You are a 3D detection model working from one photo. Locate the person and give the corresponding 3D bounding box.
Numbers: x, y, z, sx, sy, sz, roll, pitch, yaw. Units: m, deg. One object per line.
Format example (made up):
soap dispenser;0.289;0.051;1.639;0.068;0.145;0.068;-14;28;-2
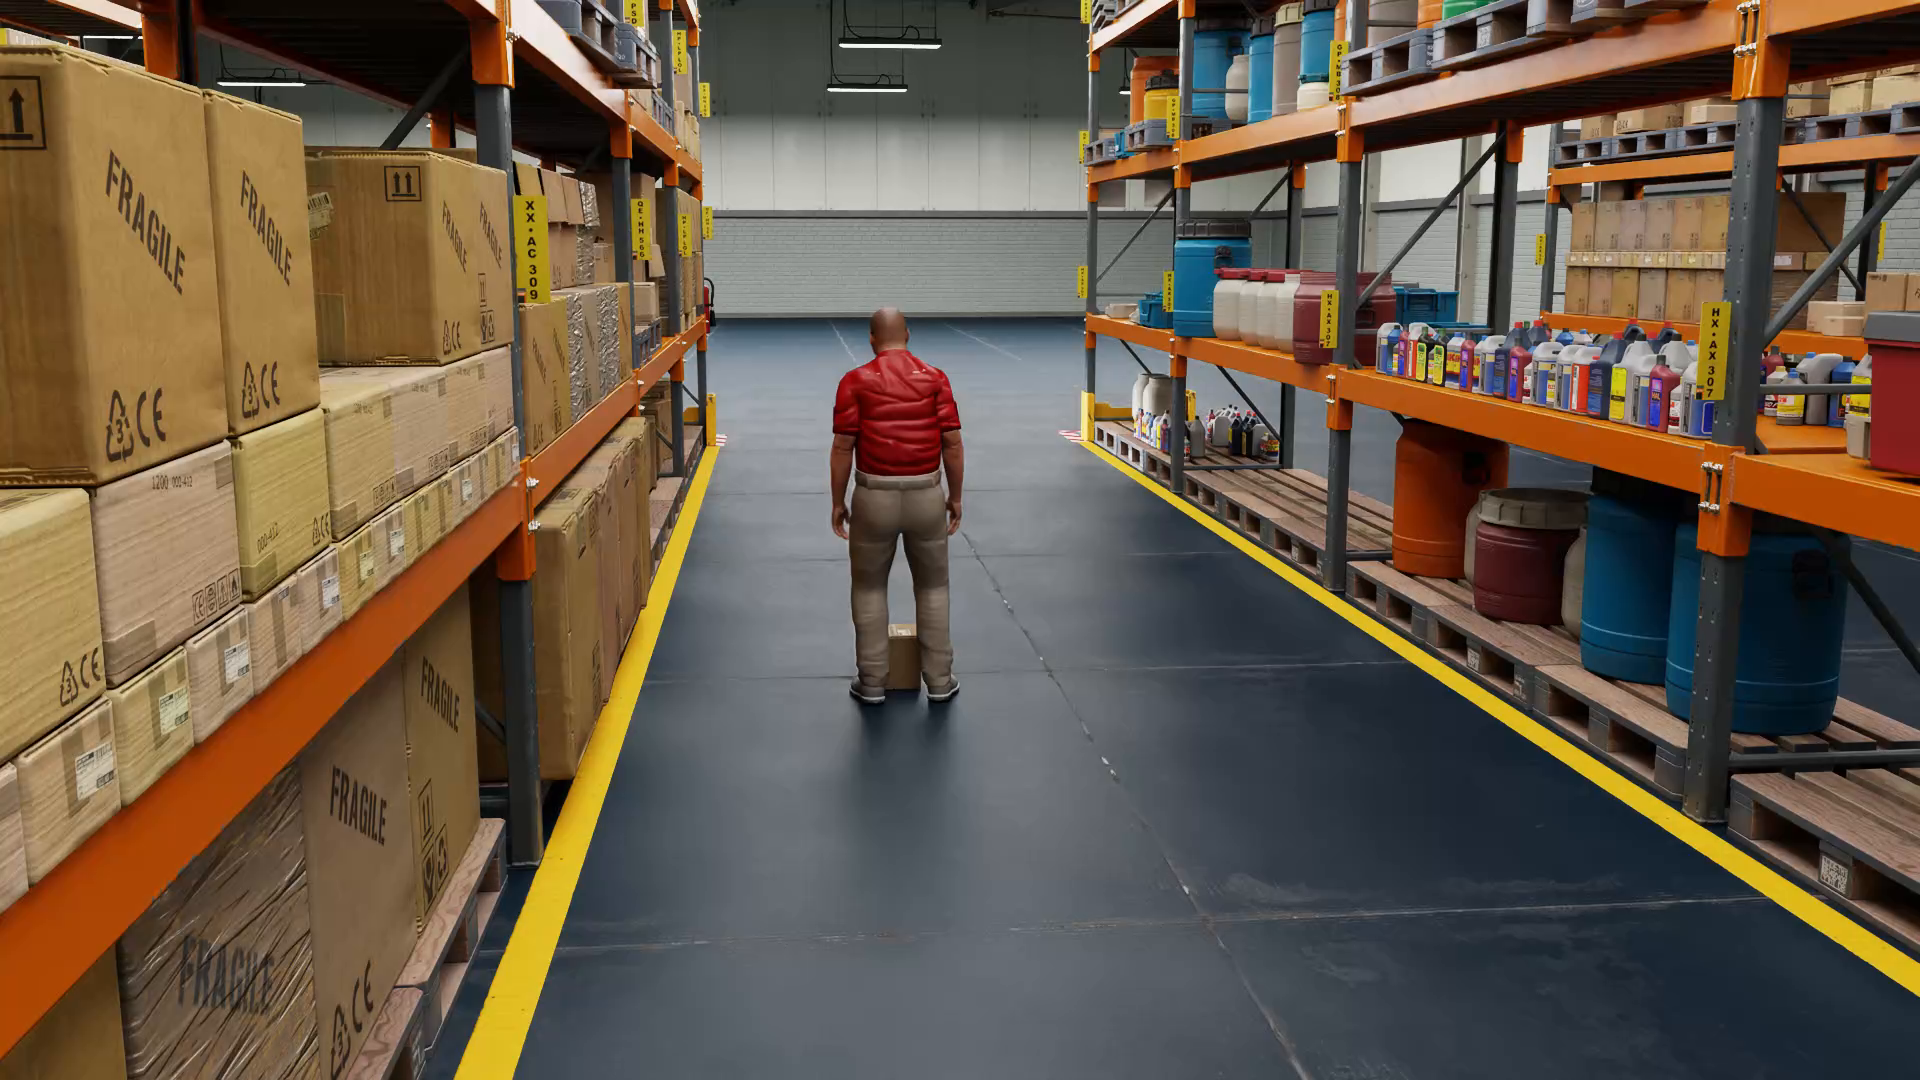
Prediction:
person;-0.276;-0.148;7.286;0.589;1.726;0.391;-2;10;-9
